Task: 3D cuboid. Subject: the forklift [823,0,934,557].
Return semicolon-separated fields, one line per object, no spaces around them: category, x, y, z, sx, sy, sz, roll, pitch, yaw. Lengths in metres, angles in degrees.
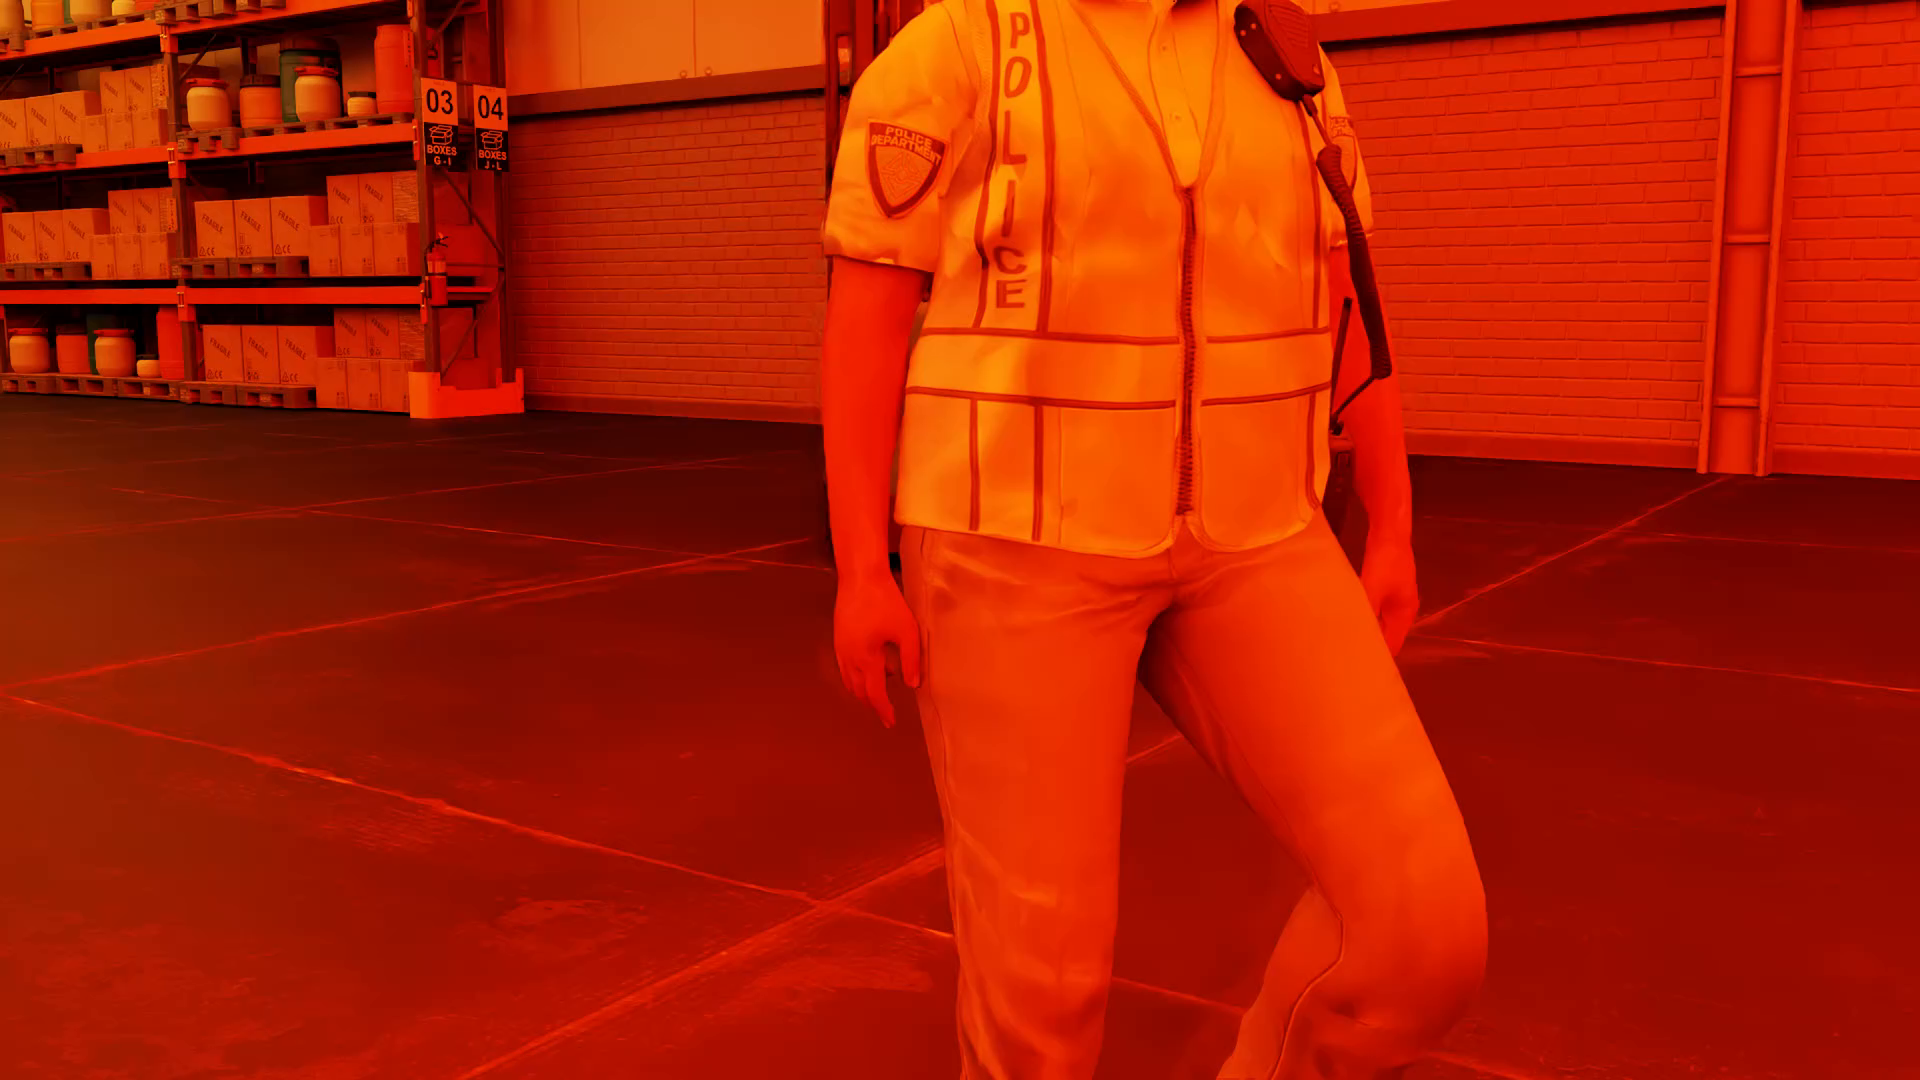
forklift;-0.102;-1.541;8.030;1.130;2.935;3.031;-1;8;-5
